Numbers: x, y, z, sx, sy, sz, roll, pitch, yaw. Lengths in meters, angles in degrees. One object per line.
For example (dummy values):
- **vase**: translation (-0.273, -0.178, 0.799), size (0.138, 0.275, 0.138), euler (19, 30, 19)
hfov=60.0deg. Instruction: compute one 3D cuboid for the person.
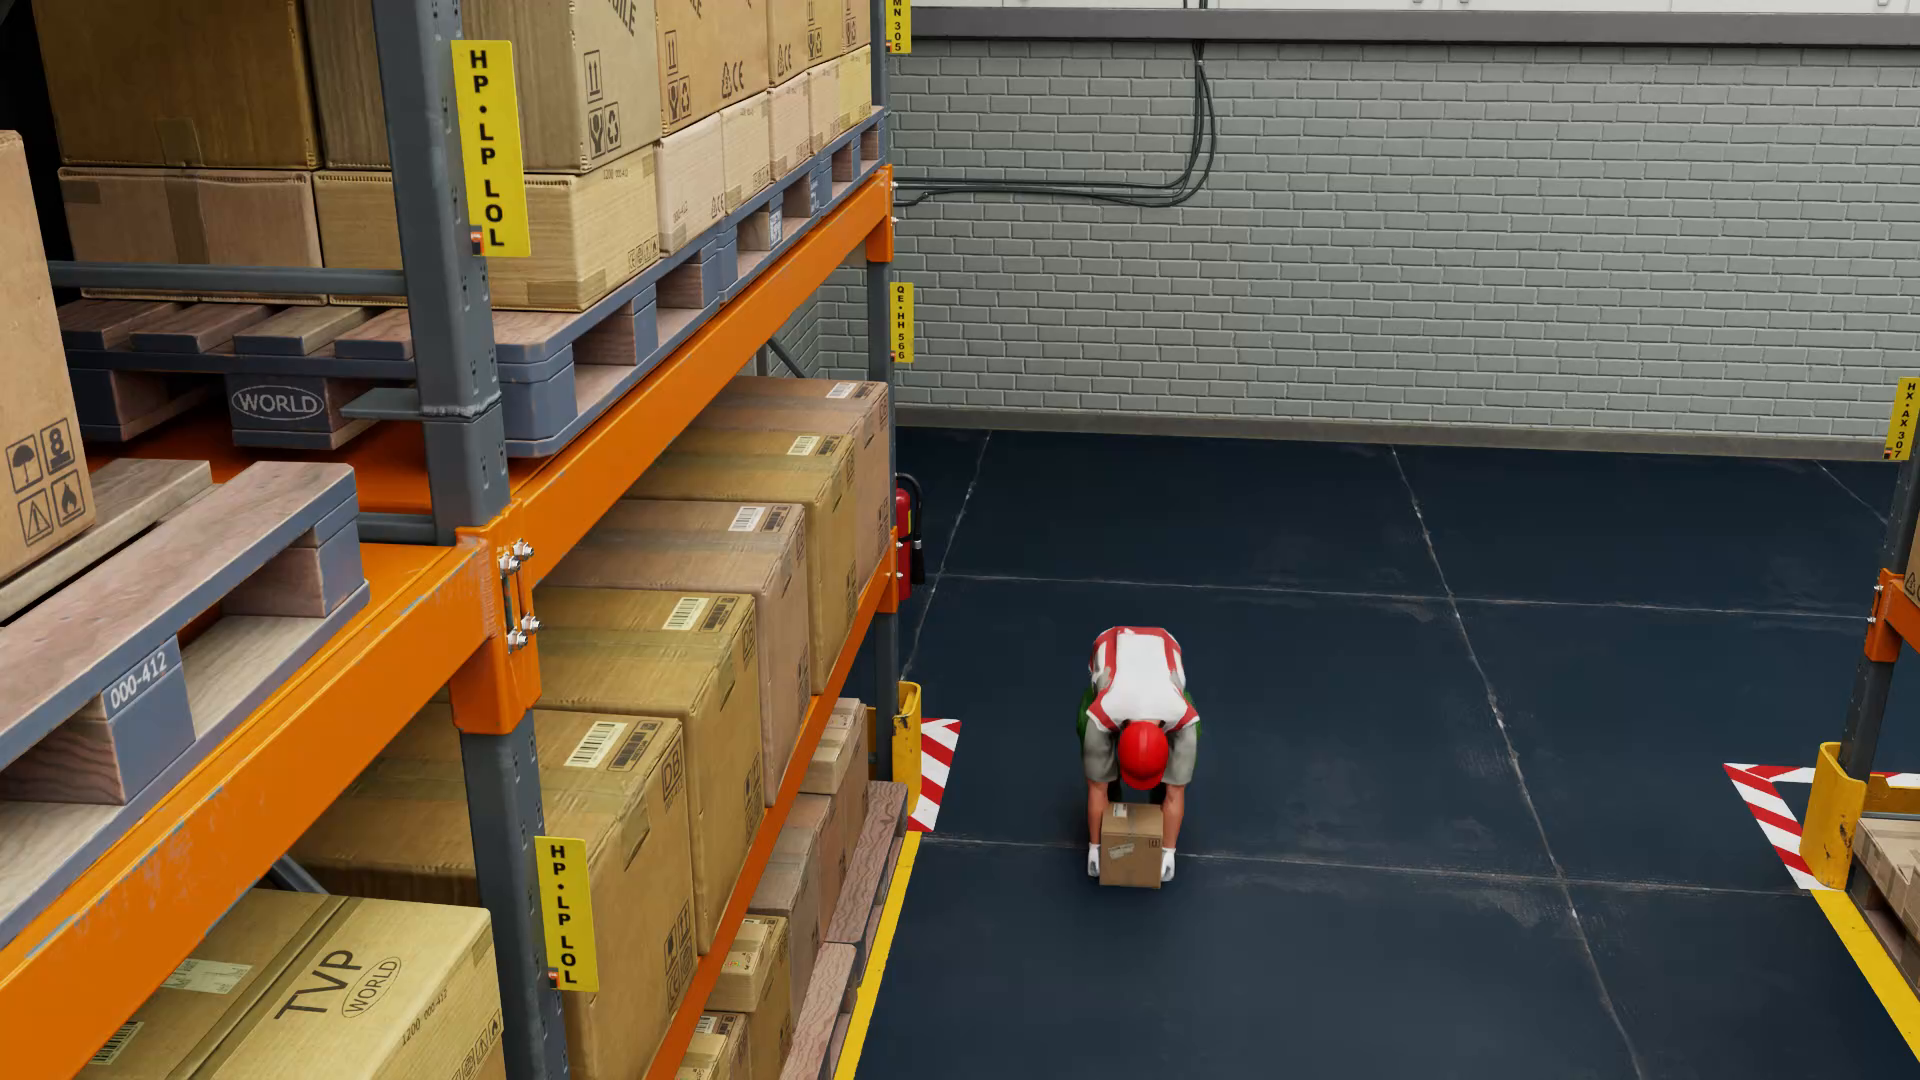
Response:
- **person**: translation (0.756, 0.889, 7.035), size (0.530, 0.895, 0.962), euler (2, 21, 4)
